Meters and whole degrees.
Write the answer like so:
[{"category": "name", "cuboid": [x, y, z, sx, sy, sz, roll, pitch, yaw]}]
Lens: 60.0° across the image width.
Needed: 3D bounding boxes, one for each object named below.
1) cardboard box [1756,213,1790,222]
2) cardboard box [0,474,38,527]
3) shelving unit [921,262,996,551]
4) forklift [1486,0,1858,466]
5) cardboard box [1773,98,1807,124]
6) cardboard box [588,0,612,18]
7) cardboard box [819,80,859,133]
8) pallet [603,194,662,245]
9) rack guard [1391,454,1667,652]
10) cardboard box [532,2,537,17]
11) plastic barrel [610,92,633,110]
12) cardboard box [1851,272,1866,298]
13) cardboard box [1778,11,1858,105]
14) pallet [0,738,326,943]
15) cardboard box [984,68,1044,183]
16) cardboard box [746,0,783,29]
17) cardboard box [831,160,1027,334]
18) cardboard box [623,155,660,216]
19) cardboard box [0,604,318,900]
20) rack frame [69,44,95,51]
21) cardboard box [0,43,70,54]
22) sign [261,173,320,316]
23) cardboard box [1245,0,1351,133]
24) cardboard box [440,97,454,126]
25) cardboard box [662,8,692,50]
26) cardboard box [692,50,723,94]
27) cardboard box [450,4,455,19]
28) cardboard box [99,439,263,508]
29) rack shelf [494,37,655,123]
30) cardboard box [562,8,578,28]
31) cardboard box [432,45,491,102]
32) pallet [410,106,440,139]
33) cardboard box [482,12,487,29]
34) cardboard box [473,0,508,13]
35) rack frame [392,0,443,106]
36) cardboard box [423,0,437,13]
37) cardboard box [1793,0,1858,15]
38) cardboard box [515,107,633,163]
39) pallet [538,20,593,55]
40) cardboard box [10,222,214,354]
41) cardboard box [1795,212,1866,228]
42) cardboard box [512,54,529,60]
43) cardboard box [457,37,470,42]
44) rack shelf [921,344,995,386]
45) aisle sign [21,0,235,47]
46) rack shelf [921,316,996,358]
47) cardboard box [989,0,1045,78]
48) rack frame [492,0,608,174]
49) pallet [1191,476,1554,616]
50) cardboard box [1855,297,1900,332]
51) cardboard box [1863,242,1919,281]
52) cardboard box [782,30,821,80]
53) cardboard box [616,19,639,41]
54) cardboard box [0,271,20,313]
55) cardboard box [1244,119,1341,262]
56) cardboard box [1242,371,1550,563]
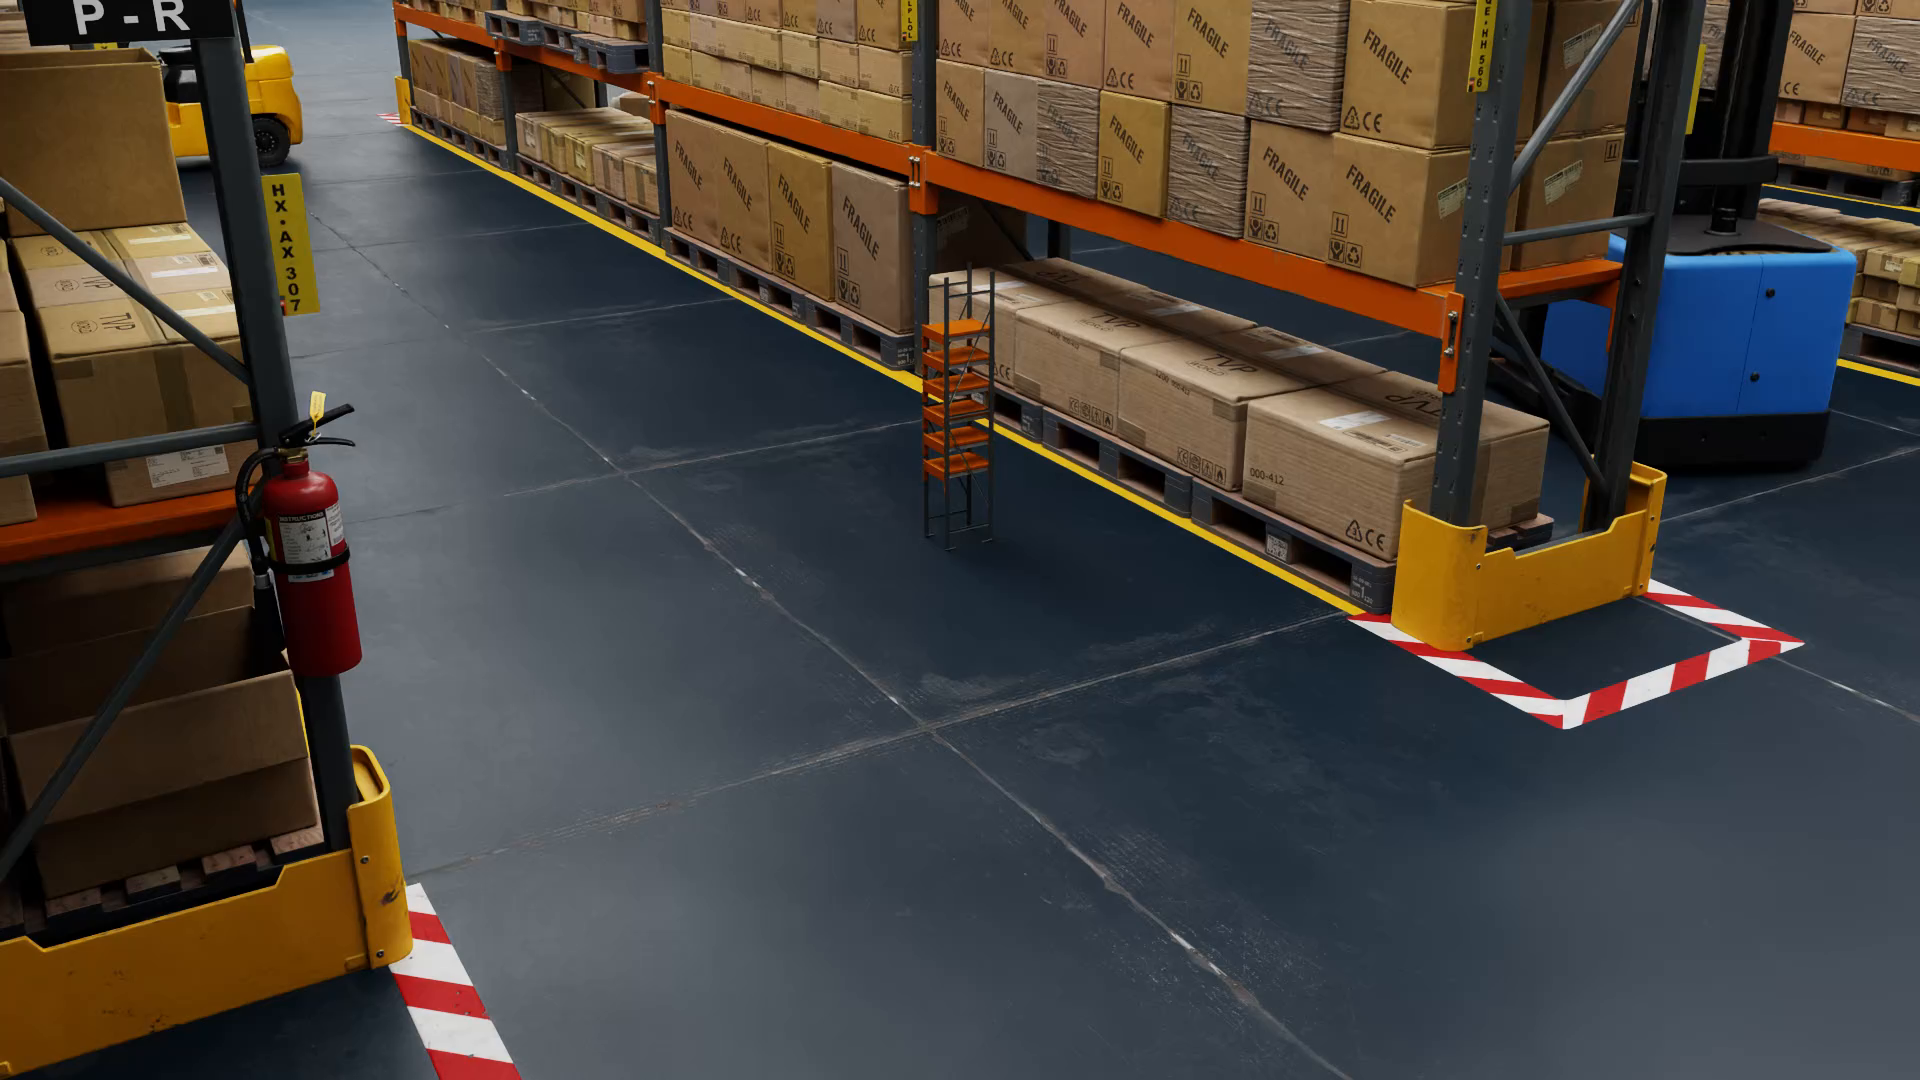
[{"category": "cardboard box", "cuboid": [5.082, -1.987, 10.655, 0.380, 0.149, 0.250, -14, 26, -30]}, {"category": "cardboard box", "cuboid": [-2.426, -0.116, 3.948, 0.380, 0.149, 0.250, -13, 25, -29]}, {"category": "shelving unit", "cuboid": [-0.007, -0.561, 7.097, 0.258, 1.200, 0.189, -13, 25, -28]}, {"category": "forklift", "cuboid": [3.556, -2.230, 8.905, 1.130, 2.935, 3.031, -2, 22, -5]}, {"category": "cardboard box", "cuboid": [5.154, -2.647, 10.173, 0.380, 0.149, 0.250, -12, 25, -26]}, {"category": "cardboard box", "cuboid": [-2.592, -4.360, 12.970, 0.500, 0.500, 0.500, -13, 26, -29]}, {"category": "cardboard box", "cuboid": [-0.509, -2.620, 9.973, 0.500, 0.250, 0.500, -13, 25, -29]}, {"category": "pallet", "cuboid": [-2.245, -2.684, 13.635, 1.003, 0.211, 1.213, -13, 25, -28]}, {"category": "rack guard", "cuboid": [2.251, 0.033, 6.567, 1.175, 0.500, 0.348, -13, 25, -28]}, {"category": "cardboard box", "cuboid": [-3.549, -4.696, 14.658, 0.380, 0.149, 0.250, -11, 25, -25]}, {"category": "plastic barrel", "cuboid": [-3.577, -4.741, 18.414, 0.512, 0.421, 0.421, 4, 22, 9]}, {"category": "cardboard box", "cuboid": [5.385, -1.578, 10.045, 0.380, 0.149, 0.250, -12, 25, -27]}, {"category": "cardboard box", "cuboid": [5.220, -2.891, 9.913, 0.500, 0.500, 0.500, -11, 25, -26]}, {"category": "pallet", "cuboid": [-2.473, 0.832, 4.984, 1.003, 0.211, 1.213, -13, 25, -28]}, {"category": "cardboard box", "cuboid": [0.464, -2.108, 8.382, 0.500, 0.500, 0.500, -12, 25, -28]}, {"category": "cardboard box", "cuboid": [-1.038, -3.532, 10.558, 0.500, 0.500, 0.500, -12, 25, -27]}, {"category": "cardboard box", "cuboid": [-0.190, -1.823, 10.078, 0.875, 0.875, 0.875, -12, 25, -27]}, {"category": "cardboard box", "cuboid": [-2.127, -2.885, 13.357, 0.950, 0.372, 0.625, -15, 26, -32]}, {"category": "cardboard box", "cuboid": [-2.257, 0.569, 4.686, 0.797, 0.503, 0.637, -14, 26, -30]}, {"category": "rack frame", "cuboid": [-4.069, -1.472, 6.949, 1.000, 3.000, 0.127, -13, 25, -28]}, {"category": "cardboard box", "cuboid": [-4.124, -1.912, 7.342, 0.700, 0.500, 0.500, -12, 25, -27]}, {"category": "sign", "cuboid": [-1.560, -0.682, 3.857, 0.100, 0.325, 0.005, -13, 25, -28]}, {"category": "cardboard box", "cuboid": [1.496, -1.916, 6.582, 0.500, 0.500, 0.500, -13, 25, -28]}, {"category": "cardboard box", "cuboid": [-5.216, -4.578, 17.685, 0.500, 0.250, 0.500, -11, 24, -25]}, {"category": "cardboard box", "cuboid": [-1.801, -3.673, 11.900, 0.500, 0.250, 0.500, -13, 25, -29]}, {"category": "cardboard box", "cuboid": [-1.536, -3.284, 11.605, 0.500, 0.250, 0.500, -13, 26, -30]}, {"category": "cardboard box", "cuboid": [-4.944, -5.363, 16.857, 0.380, 0.149, 0.250, -13, 26, -29]}, {"category": "cardboard box", "cuboid": [-1.958, -0.220, 4.202, 0.380, 0.149, 0.250, -13, 25, -29]}, {"category": "rack shelf", "cuboid": [-2.869, -4.037, 14.215, 1.077, 0.370, 4.000, -13, 25, -28]}, {"category": "cardboard box", "cuboid": [-3.077, -4.348, 13.801, 0.380, 0.149, 0.250, -14, 26, -30]}, {"category": "cardboard box", "cuboid": [-5.227, -4.926, 17.546, 0.500, 0.500, 0.500, -12, 25, -27]}, {"category": "pallet", "cuboid": [-5.511, -4.726, 18.659, 1.003, 0.211, 1.213, -13, 25, -28]}, {"category": "cardboard box", "cuboid": [-4.317, -4.947, 15.831, 0.380, 0.149, 0.250, -13, 25, -29]}, {"category": "cardboard box", "cuboid": [-4.332, -5.298, 15.834, 0.500, 0.500, 0.500, -13, 26, -30]}, {"category": "rack frame", "cuboid": [-5.934, -6.312, 18.858, 1.000, 3.000, 0.127, -13, 25, -28]}, {"category": "cardboard box", "cuboid": [-5.480, -5.697, 17.679, 0.380, 0.149, 0.250, -12, 25, -27]}, {"category": "cardboard box", "cuboid": [5.190, -3.367, 9.755, 0.500, 0.500, 0.500, -14, 26, -30]}, {"category": "cardboard box", "cuboid": [-3.621, -3.825, 15.671, 0.950, 0.372, 0.625, -12, 25, -28]}, {"category": "pallet", "cuboid": [-2.894, -4.267, 14.080, 1.003, 0.211, 1.213, -13, 25, -28]}, {"category": "cardboard box", "cuboid": [-2.546, -0.771, 5.028, 0.500, 0.250, 0.500, -13, 26, -29]}, {"category": "cardboard box", "cuboid": [5.567, -1.987, 10.656, 0.380, 0.149, 0.250, -13, 25, -28]}, {"category": "cardboard box", "cuboid": [-4.244, -4.700, 16.988, 0.500, 0.500, 0.500, -11, 25, -26]}, {"category": "cardboard box", "cuboid": [-5.301, -5.371, 18.641, 0.500, 0.500, 0.500, -12, 25, -28]}, {"category": "rack shelf", "cuboid": [-0.007, -0.742, 7.023, 0.258, 0.103, 0.180, -13, 25, -28]}, {"category": "aisle sign", "cuboid": [-1.739, -1.416, 3.359, 0.394, 0.787, 0.004, -13, 25, -28]}, {"category": "rack shelf", "cuboid": [-0.007, -0.853, 6.978, 0.258, 0.103, 0.180, -13, 25, -28]}, {"category": "cardboard box", "cuboid": [0.484, -2.572, 8.195, 0.500, 0.500, 0.500, -13, 25, -29]}, {"category": "rack frame", "cuboid": [-3.891, -5.018, 15.672, 1.000, 3.000, 0.127, -13, 25, -28]}, {"category": "pallet", "cuboid": [1.763, -0.085, 7.240, 1.003, 0.211, 1.213, -13, 25, -28]}, {"category": "cardboard box", "cuboid": [5.578, -1.365, 9.915, 0.380, 0.149, 0.250, -12, 25, -28]}, {"category": "cardboard box", "cuboid": [5.556, -1.638, 9.795, 0.380, 0.149, 0.250, -14, 26, -30]}, {"category": "cardboard box", "cuboid": [-0.770, -3.013, 10.275, 0.500, 0.250, 0.500, -12, 25, -27]}, {"category": "cardboard box", "cuboid": [-2.416, -3.935, 12.784, 0.380, 0.149, 0.250, -12, 25, -27]}, {"category": "cardboard box", "cuboid": [-2.752, -0.510, 4.388, 0.500, 0.250, 0.500, -13, 25, -28]}, {"category": "cardboard box", "cuboid": [1.522, -1.450, 6.762, 0.500, 0.500, 0.500, -13, 26, -29]}, {"category": "cardboard box", "cuboid": [1.816, -0.335, 6.997, 0.875, 0.438, 0.875, -14, 26, -30]}]
